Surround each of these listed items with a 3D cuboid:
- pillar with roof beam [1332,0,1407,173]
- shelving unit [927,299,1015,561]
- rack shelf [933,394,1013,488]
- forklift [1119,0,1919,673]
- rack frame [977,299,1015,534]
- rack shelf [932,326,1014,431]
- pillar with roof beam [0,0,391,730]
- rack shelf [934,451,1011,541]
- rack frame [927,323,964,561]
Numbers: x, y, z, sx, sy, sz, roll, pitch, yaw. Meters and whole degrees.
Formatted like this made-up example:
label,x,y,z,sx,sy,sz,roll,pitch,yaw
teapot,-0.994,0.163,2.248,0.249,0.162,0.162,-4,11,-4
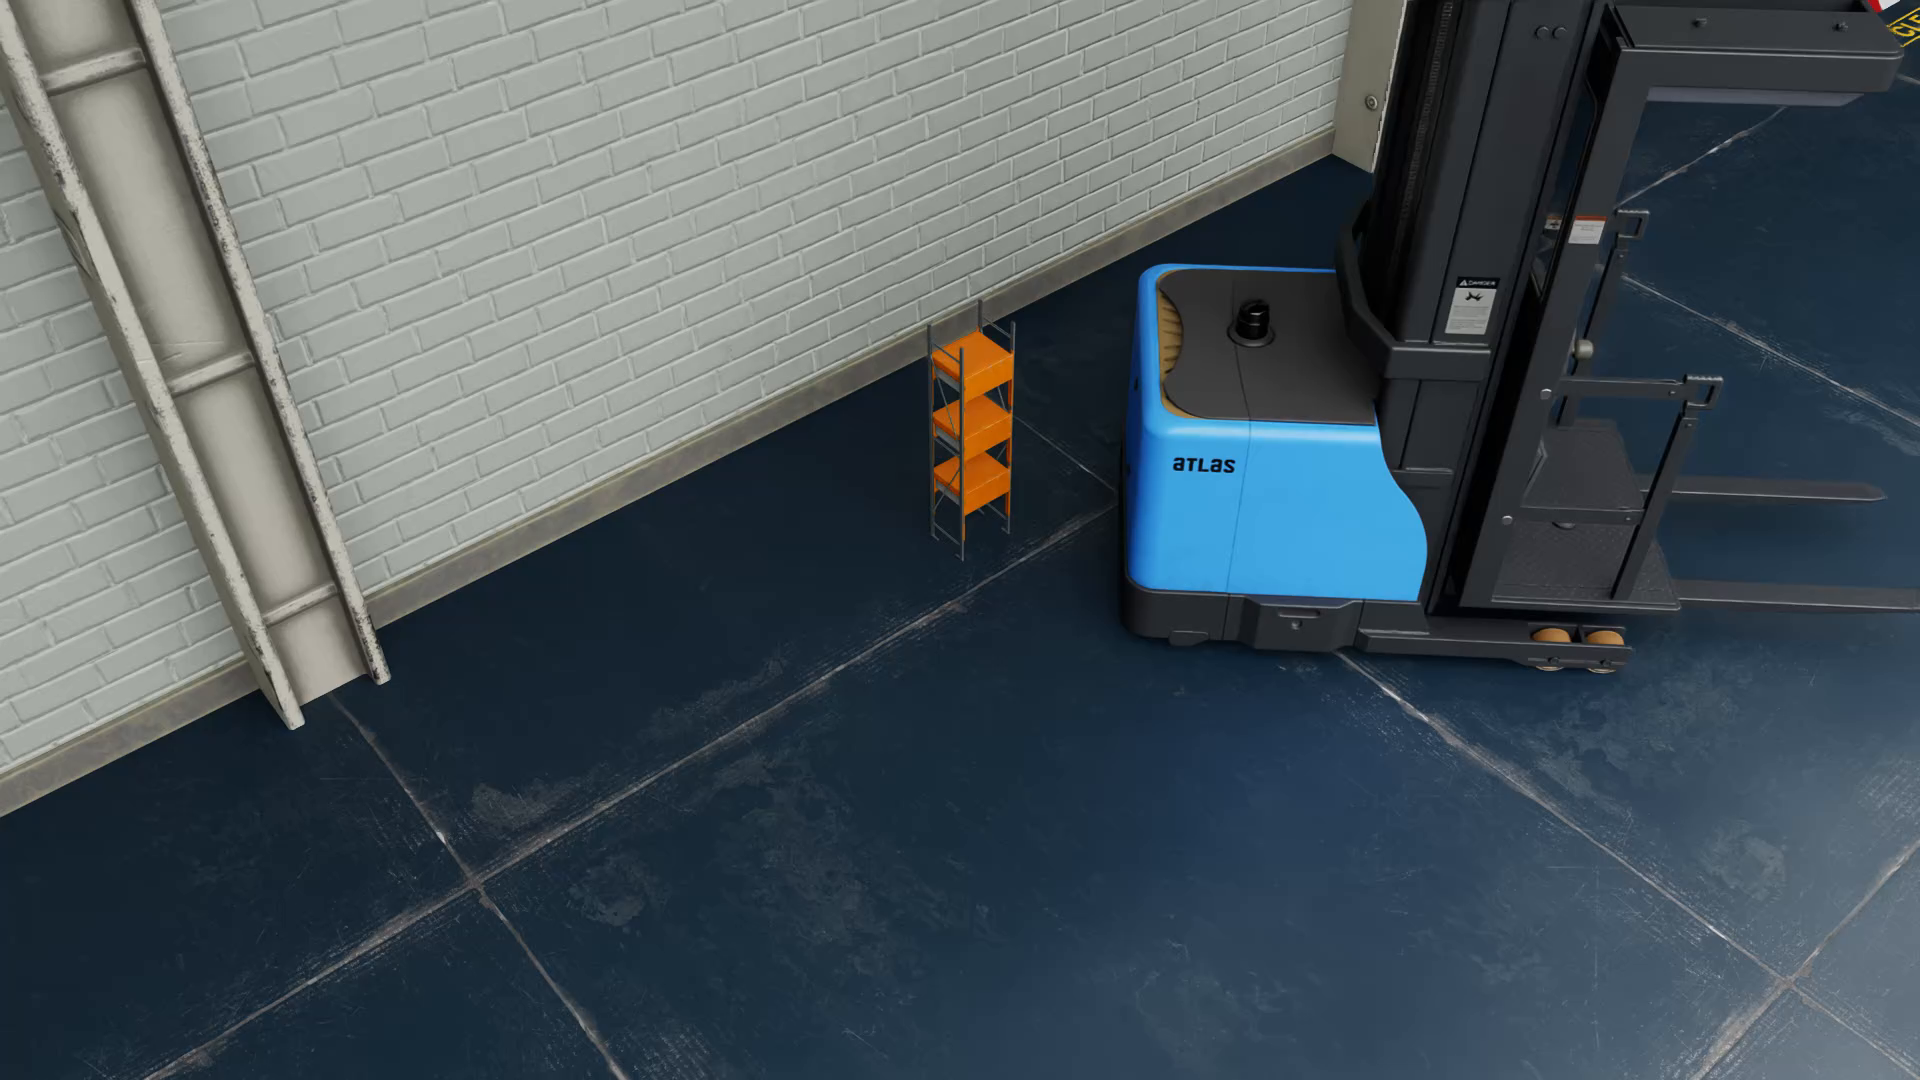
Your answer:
label,x,y,z,sx,sy,sz,roll,pitch,yaw
pillar with roof beam,4.996,-3.133,3.512,0.400,9.000,9.100,-30,51,-28
shelving unit,0.041,-0.406,6.416,0.252,1.050,0.215,-30,51,-28
rack shelf,0.041,-0.398,6.423,0.240,0.259,0.215,-30,51,-28
forklift,2.149,-0.949,5.619,3.031,2.935,1.130,2,43,3
rack frame,0.135,-0.460,6.473,0.008,1.050,0.200,-30,51,-28
rack shelf,0.041,-0.605,6.229,0.240,0.259,0.215,-30,51,-28
pillar with roof beam,0.394,-0.497,0.706,0.400,9.000,9.100,-30,51,-28
rack shelf,0.041,-0.196,6.613,0.240,0.259,0.215,-30,51,-28
rack frame,-0.053,-0.353,6.359,0.008,1.050,0.200,-30,51,-28
